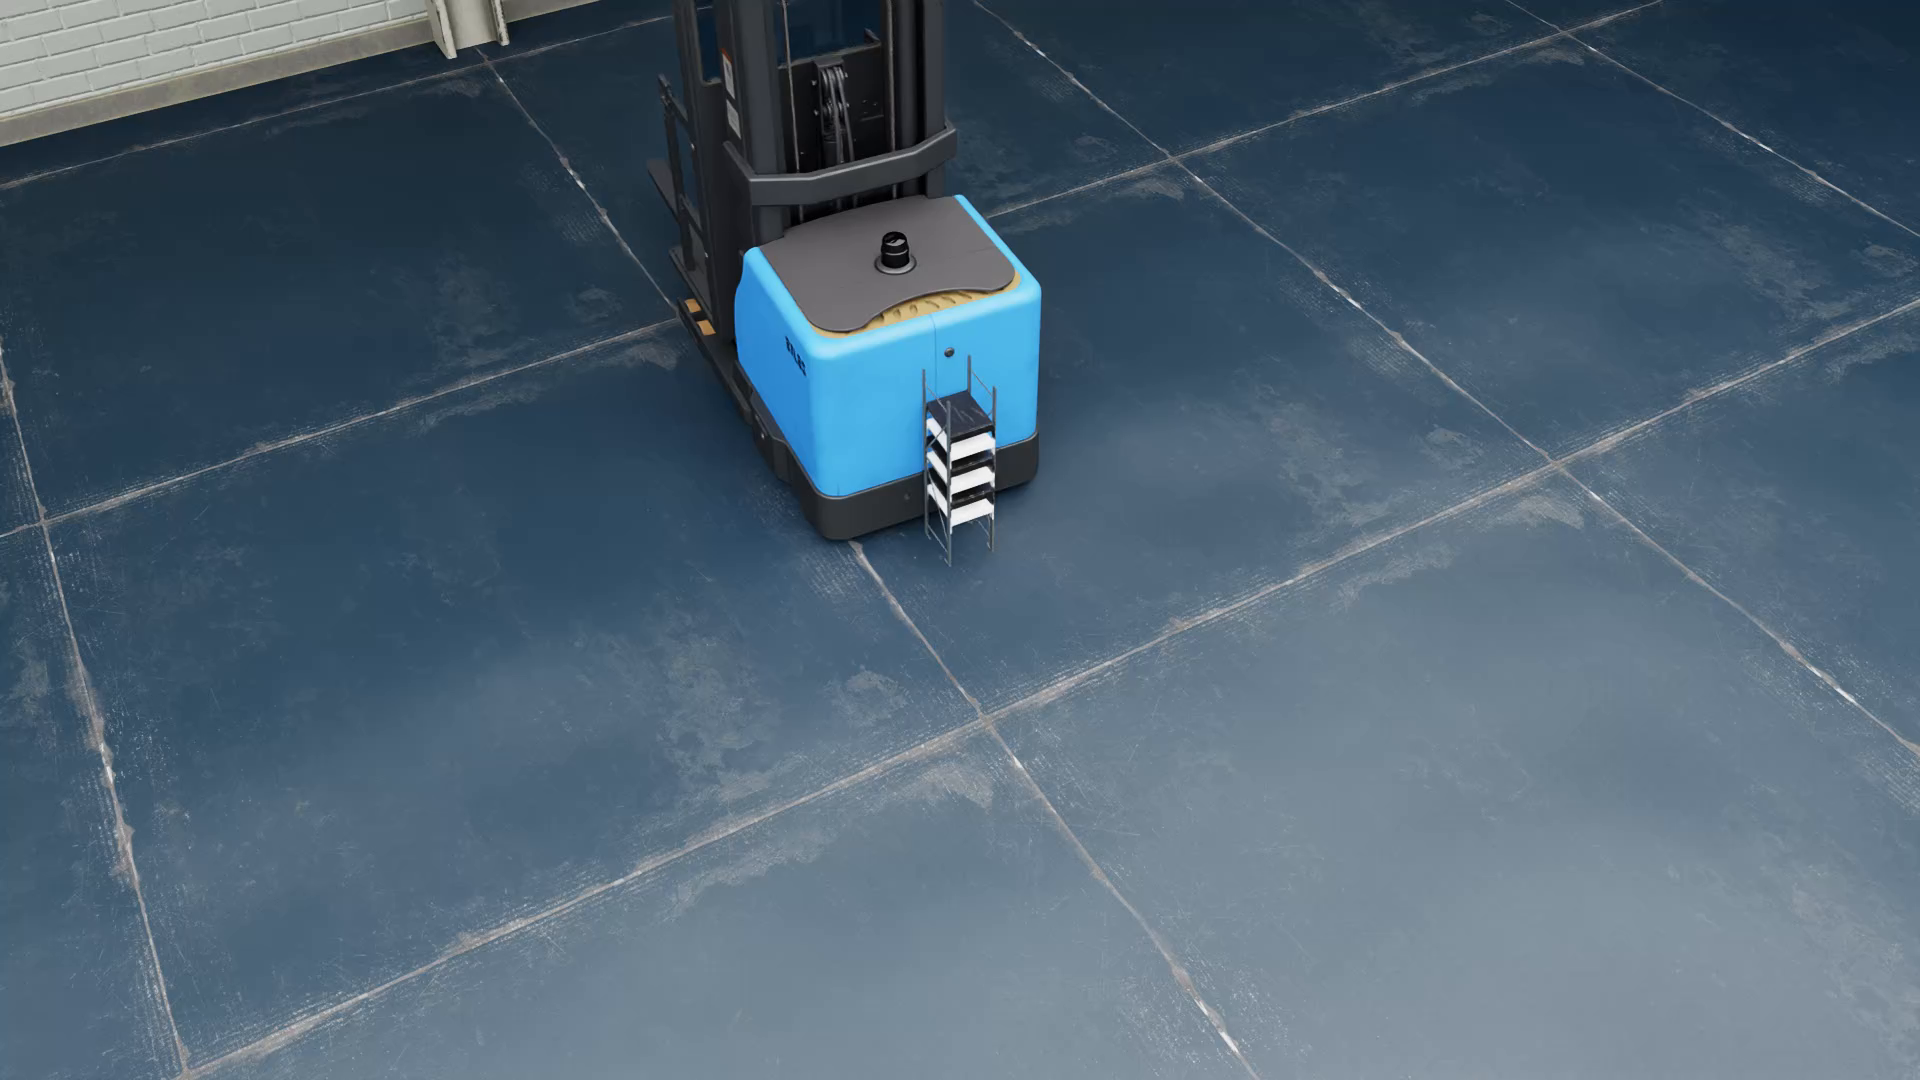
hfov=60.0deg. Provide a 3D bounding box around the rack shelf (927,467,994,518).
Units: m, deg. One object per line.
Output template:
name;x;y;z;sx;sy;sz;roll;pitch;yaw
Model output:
rack shelf;-0.004;-0.226;6.943;0.200;0.077;0.258;-19;47;-19

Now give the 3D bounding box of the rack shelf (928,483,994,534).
rack shelf;-0.004;-0.161;7.005;0.200;0.077;0.258;-19;47;-19

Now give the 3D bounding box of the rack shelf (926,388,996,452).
rack shelf;-0.004;-0.484;6.692;0.200;0.077;0.258;-19;47;-19

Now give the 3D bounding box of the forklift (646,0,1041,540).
forklift;-0.741;-2.083;7.221;1.130;2.935;3.031;-18;47;-18

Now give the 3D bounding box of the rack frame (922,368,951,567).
rack frame;-0.095;-0.282;6.824;0.006;0.900;0.240;-19;47;-19

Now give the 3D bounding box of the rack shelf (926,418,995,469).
rack shelf;-0.004;-0.419;6.754;0.200;0.077;0.258;-19;47;-19

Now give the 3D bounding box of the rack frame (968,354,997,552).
rack frame;0.087;-0.346;6.889;0.006;0.900;0.240;-19;47;-19

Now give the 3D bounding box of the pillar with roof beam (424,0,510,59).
pillar with roof beam;-0.908;-3.749;4.581;0.400;9.000;9.100;-22;48;-21

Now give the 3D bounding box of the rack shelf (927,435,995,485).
rack shelf;-0.004;-0.355;6.817;0.200;0.077;0.258;-19;47;-19

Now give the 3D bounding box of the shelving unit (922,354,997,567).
shelving unit;-0.004;-0.314;6.857;0.210;0.900;0.258;-19;47;-19

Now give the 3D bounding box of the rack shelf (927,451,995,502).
rack shelf;-0.004;-0.290;6.880;0.200;0.077;0.258;-19;47;-19
